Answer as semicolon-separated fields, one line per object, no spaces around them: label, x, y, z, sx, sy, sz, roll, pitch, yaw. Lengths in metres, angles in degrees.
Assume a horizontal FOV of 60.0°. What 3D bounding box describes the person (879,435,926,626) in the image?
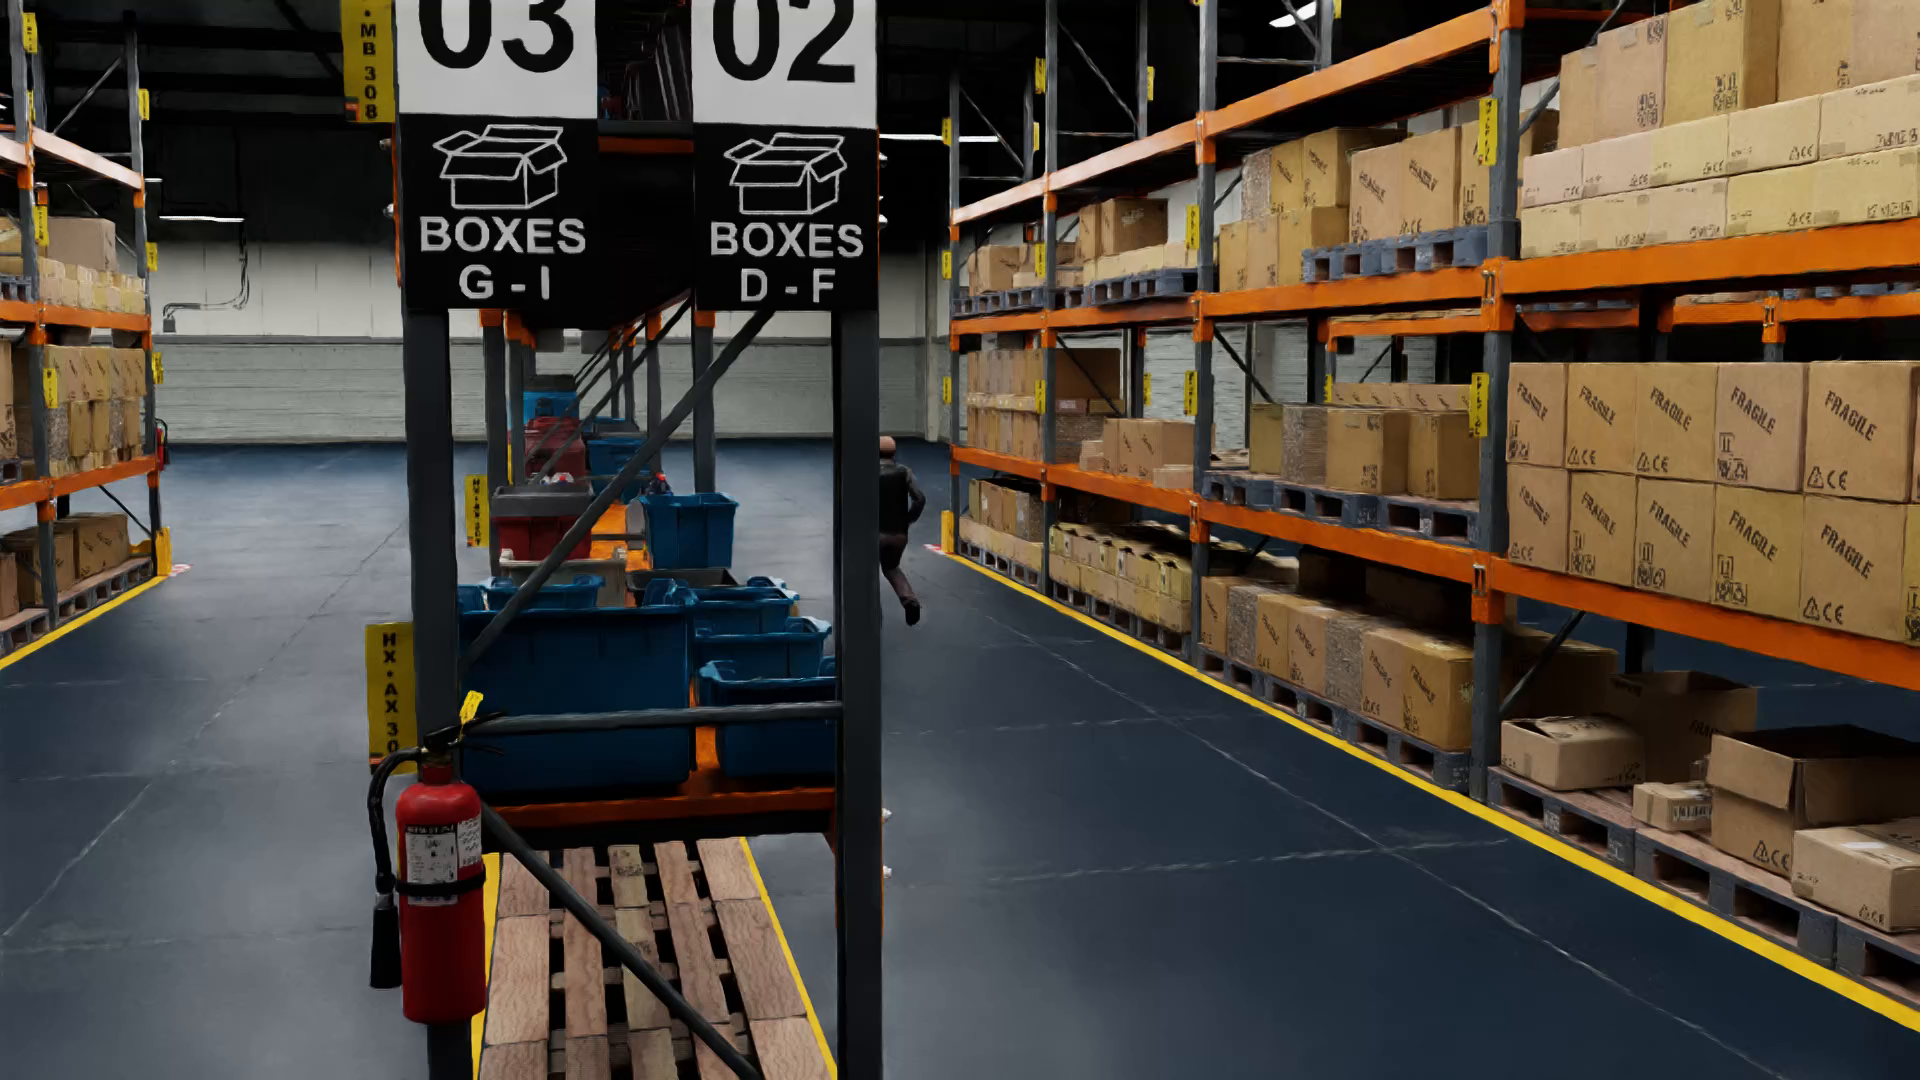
person;-0.695;-0.053;14.234;0.710;1.689;0.493;-3;7;-26
